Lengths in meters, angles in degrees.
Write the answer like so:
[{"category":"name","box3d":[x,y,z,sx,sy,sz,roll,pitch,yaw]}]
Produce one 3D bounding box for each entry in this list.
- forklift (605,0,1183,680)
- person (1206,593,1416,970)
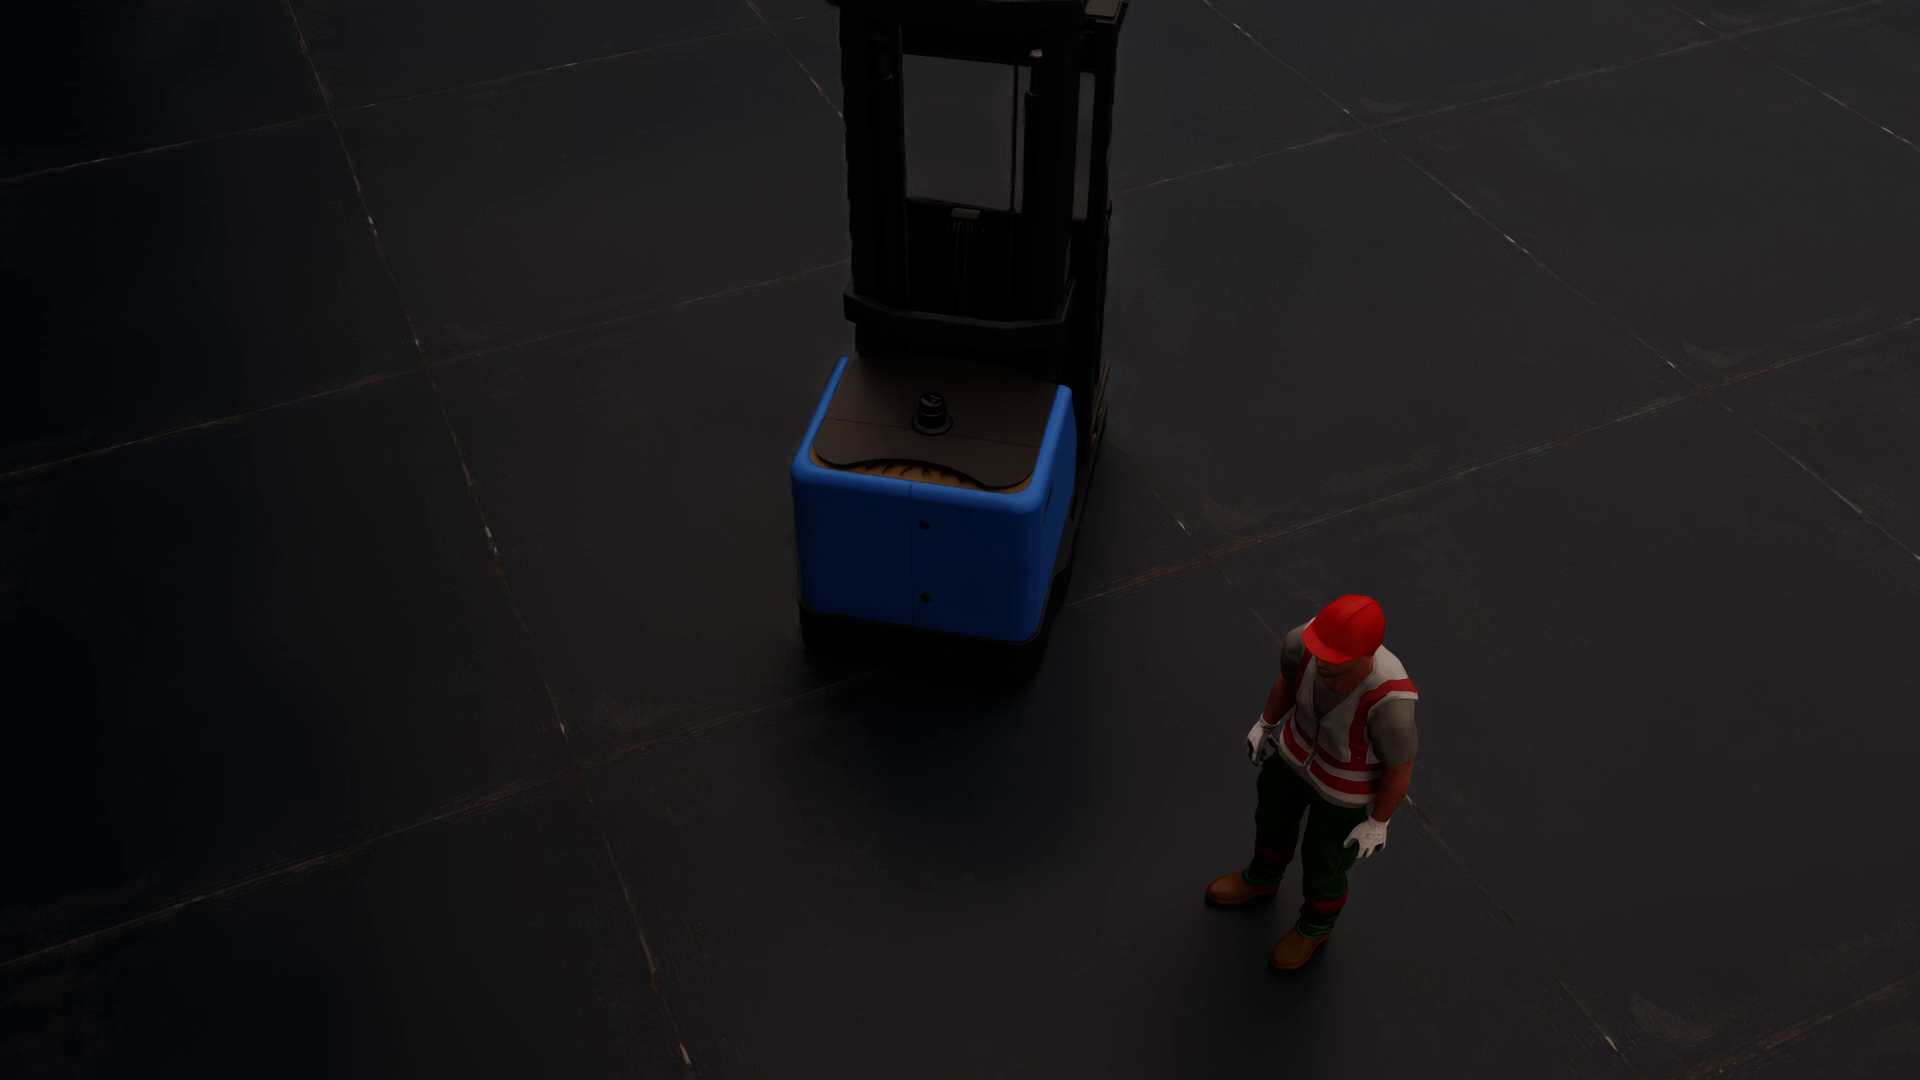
[{"category":"forklift","box3d":[-0.479,-1.350,7.126,3.031,2.935,1.130,32,52,29]},{"category":"person","box3d":[1.221,0.803,5.665,0.449,1.780,0.623,-24,48,-24]}]
